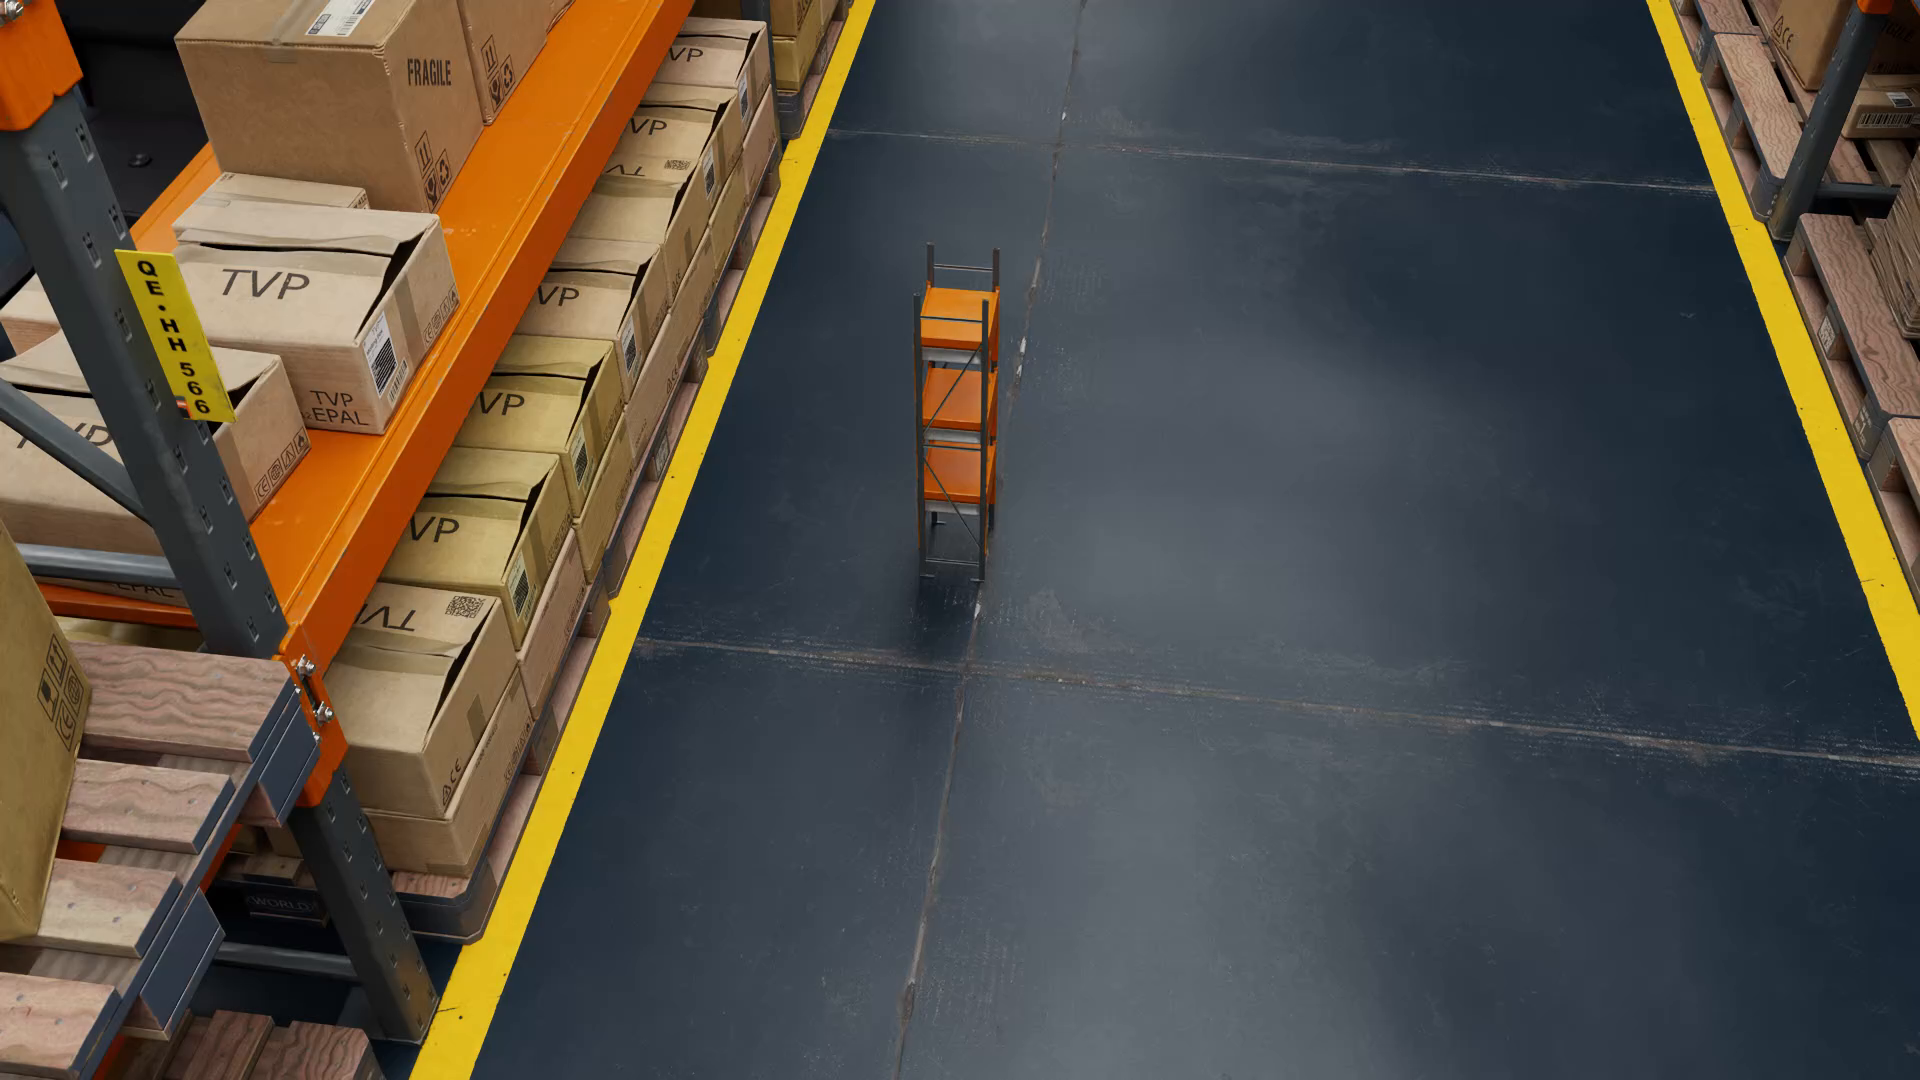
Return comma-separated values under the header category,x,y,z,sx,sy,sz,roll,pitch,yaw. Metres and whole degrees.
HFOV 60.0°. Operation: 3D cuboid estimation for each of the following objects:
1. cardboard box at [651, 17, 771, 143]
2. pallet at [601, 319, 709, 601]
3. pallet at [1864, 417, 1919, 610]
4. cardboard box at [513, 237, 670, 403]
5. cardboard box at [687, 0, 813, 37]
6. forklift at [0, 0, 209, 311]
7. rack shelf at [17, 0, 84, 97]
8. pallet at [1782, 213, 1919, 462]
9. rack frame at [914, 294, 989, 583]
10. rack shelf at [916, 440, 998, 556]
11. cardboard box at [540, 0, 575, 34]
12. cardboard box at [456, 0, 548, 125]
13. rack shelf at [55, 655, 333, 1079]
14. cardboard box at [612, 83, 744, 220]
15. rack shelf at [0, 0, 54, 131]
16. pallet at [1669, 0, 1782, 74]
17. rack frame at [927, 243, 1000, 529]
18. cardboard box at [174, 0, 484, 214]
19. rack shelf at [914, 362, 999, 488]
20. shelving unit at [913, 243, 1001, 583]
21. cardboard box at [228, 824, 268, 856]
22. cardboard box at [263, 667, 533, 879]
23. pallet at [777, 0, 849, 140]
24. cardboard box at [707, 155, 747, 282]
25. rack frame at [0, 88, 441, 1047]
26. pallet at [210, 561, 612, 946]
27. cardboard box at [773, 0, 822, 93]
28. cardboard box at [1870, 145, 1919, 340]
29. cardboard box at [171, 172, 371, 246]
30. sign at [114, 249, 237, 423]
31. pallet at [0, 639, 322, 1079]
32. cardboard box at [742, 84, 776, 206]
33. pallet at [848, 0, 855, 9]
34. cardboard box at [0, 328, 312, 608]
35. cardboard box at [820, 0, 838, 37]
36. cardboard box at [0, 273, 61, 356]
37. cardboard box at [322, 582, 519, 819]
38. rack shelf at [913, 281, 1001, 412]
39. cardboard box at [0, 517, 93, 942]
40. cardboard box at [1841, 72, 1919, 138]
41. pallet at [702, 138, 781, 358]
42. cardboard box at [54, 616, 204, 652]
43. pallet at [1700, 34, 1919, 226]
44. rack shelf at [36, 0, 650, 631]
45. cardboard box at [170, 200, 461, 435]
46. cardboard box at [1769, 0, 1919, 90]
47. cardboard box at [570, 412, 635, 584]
category,x,y,z,sx,sy,sz,roll,pitch,yaw
cardboard box,-1.012,-1.748,6.201,0.500,0.311,0.500,5,44,6
pallet,-1.461,-0.340,5.456,1.003,0.211,1.213,5,44,6
pallet,3.407,0.132,4.957,1.003,0.211,1.213,5,44,6
cardboard box,-1.213,-0.711,5.106,0.500,0.311,0.500,5,44,5
cardboard box,-0.871,-2.406,6.759,0.500,0.500,0.500,5,44,6
forklift,-2.935,-2.296,5.543,1.130,2.935,3.031,8,44,8
rack shelf,-1.508,-2.157,3.688,1.077,0.370,4.000,5,44,6
pallet,3.566,-0.701,5.837,1.003,0.211,1.213,5,44,6
rack frame,-0.023,-0.262,4.763,0.200,1.050,0.008,5,44,6
rack shelf,-0.007,-0.135,5.049,0.215,0.259,0.240,5,44,6
cardboard box,-1.430,-1.848,4.947,0.500,0.500,0.500,8,44,9
cardboard box,-1.497,-1.506,4.587,0.500,0.500,0.500,5,44,6
rack shelf,-2.036,1.658,1.841,1.077,0.370,4.000,5,44,6
cardboard box,-1.075,-1.393,5.826,0.500,0.311,0.500,6,44,7
rack shelf,-2.036,0.569,0.809,1.077,0.370,4.000,5,44,6
pallet,3.880,-2.527,7.765,1.003,0.211,1.213,5,44,6
rack frame,0.009,-0.428,4.938,0.200,1.050,0.008,5,44,6
cardboard box,-1.566,-1.148,4.208,0.500,0.500,0.500,3,44,3
rack shelf,-0.007,-0.337,4.858,0.215,0.259,0.240,5,44,6
shelving unit,-0.007,-0.345,4.851,0.215,1.050,0.252,5,44,6
cardboard box,-1.944,0.499,4.236,0.500,0.250,0.500,6,44,7
cardboard box,-1.412,0.549,4.183,0.500,0.250,0.500,5,44,5
pallet,-1.096,-2.218,7.439,1.003,0.211,1.213,5,44,6
cardboard box,-1.079,-1.193,6.023,0.500,0.250,0.500,5,44,5
rack frame,-1.772,0.034,3.033,1.000,3.000,0.127,5,44,6
pallet,-1.624,0.489,4.580,1.003,0.211,1.213,5,44,6
cardboard box,-0.881,-2.135,7.018,0.500,0.250,0.500,5,44,6
cardboard box,3.587,-0.994,5.616,0.700,0.500,0.500,7,44,7
cardboard box,-1.659,-0.749,4.042,0.380,0.149,0.250,8,44,9
sign,-1.233,-0.315,2.617,0.100,0.325,0.005,5,44,6
pallet,-1.792,0.572,2.604,1.213,0.211,1.003,5,44,6
cardboard box,-1.011,-1.538,6.387,0.500,0.250,0.500,5,44,5
pallet,-0.938,-3.052,8.320,1.003,0.211,1.213,5,44,6
cardboard box,-1.681,-0.178,3.321,0.500,0.311,0.500,8,44,8
cardboard box,-0.810,-2.475,7.377,0.500,0.250,0.500,5,44,6
cardboard box,-1.927,-0.513,3.793,0.380,0.149,0.250,5,44,6
cardboard box,-1.412,0.346,3.990,0.500,0.311,0.500,7,44,7
rack shelf,-0.007,-0.543,4.663,0.215,0.259,0.240,5,44,6
cardboard box,-1.743,0.284,2.390,0.700,0.500,0.500,-8,44,-9
cardboard box,3.709,-1.743,6.650,0.380,0.166,0.250,0,43,0
pallet,-1.302,-1.174,6.337,1.003,0.211,1.213,5,44,6
cardboard box,-1.947,0.297,4.042,0.500,0.311,0.500,6,44,7
pallet,3.721,-1.693,6.885,1.003,0.211,1.213,5,44,6
rack shelf,-1.508,-1.139,4.652,0.919,0.124,3.809,5,44,6
cardboard box,-1.462,-0.526,3.689,0.500,0.311,0.500,5,44,5
cardboard box,3.765,-2.208,6.898,0.500,0.500,0.500,2,43,2
cardboard box,-1.283,-0.148,4.919,0.500,0.250,0.500,4,44,4
